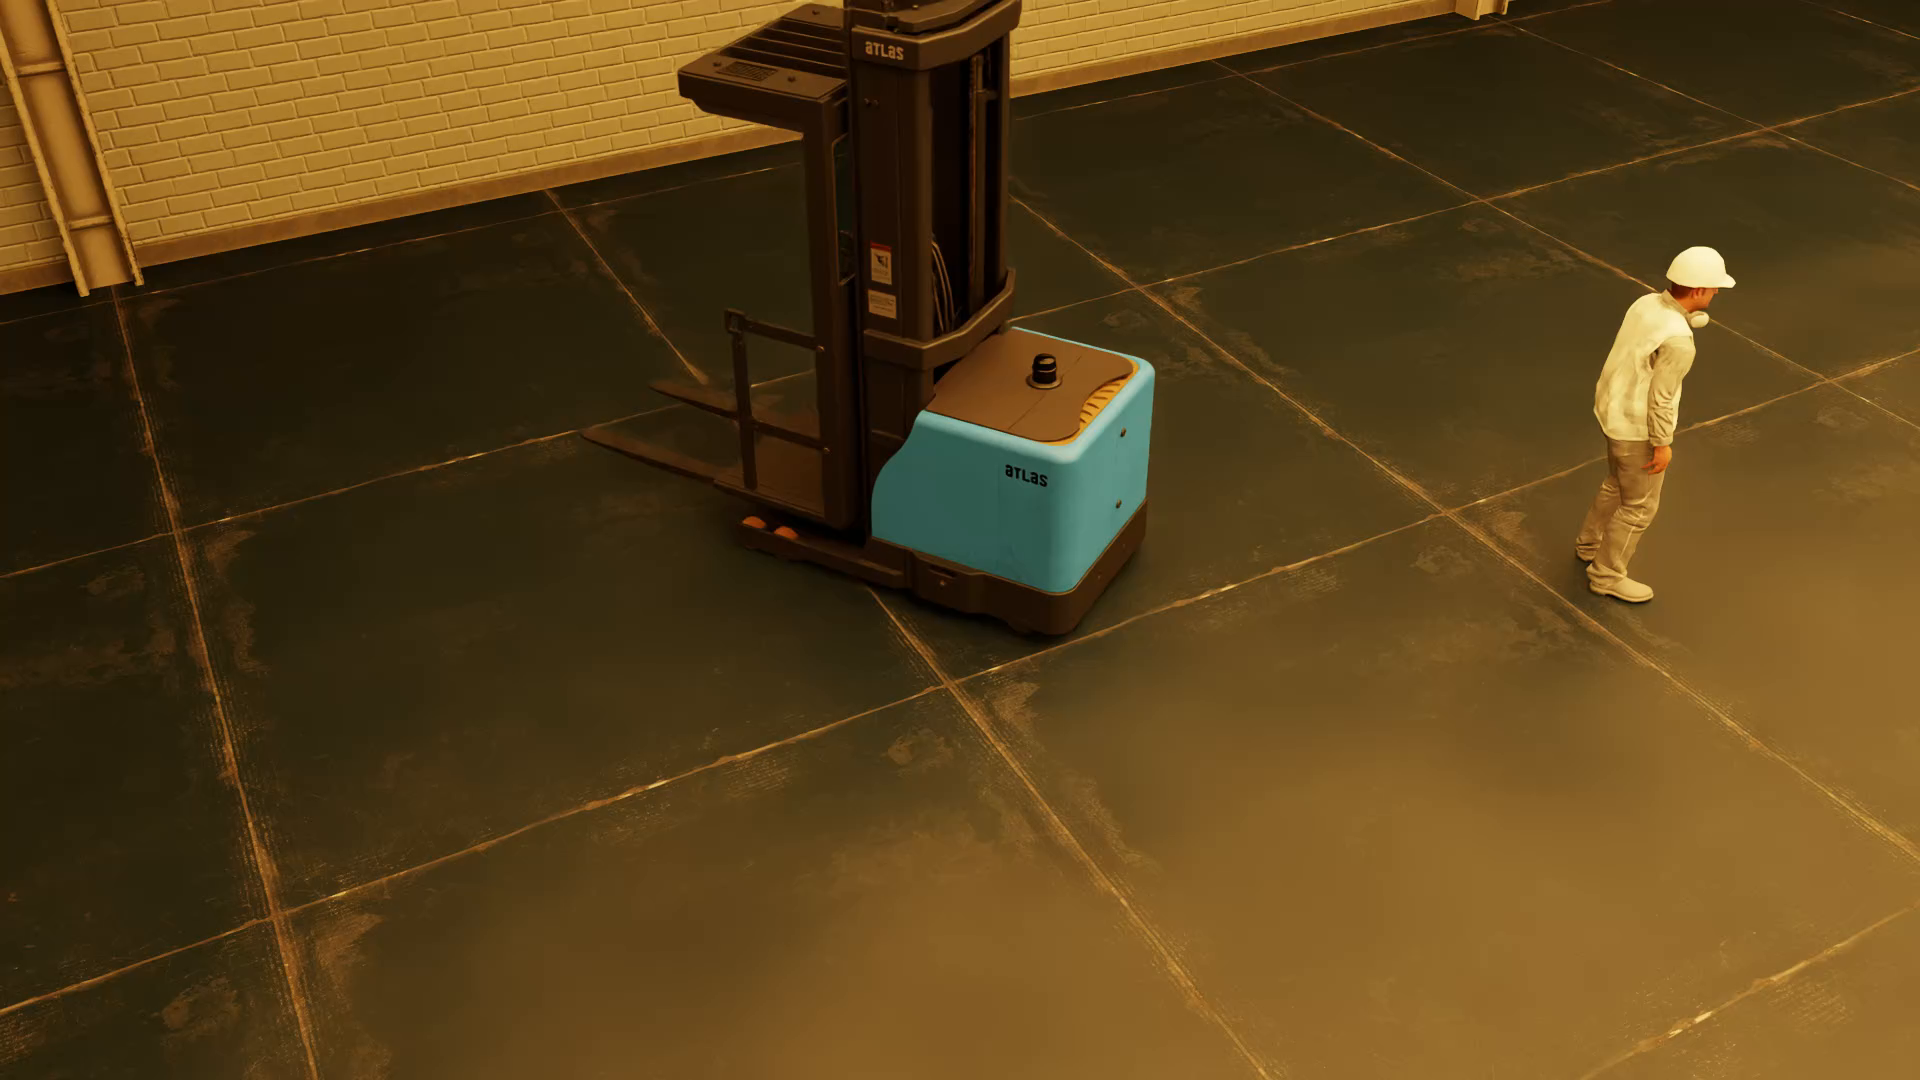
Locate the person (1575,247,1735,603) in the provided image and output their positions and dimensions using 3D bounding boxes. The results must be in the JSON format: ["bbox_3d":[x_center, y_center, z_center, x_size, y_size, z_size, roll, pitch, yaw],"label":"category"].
[{"bbox_3d":[3.265,-0.572,7.939,0.466,1.769,0.579,2,35,3],"label":"person"}]

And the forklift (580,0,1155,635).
[{"bbox_3d":[-0.589,-1.346,8.027,3.031,2.935,1.130,17,39,23],"label":"forklift"}]
